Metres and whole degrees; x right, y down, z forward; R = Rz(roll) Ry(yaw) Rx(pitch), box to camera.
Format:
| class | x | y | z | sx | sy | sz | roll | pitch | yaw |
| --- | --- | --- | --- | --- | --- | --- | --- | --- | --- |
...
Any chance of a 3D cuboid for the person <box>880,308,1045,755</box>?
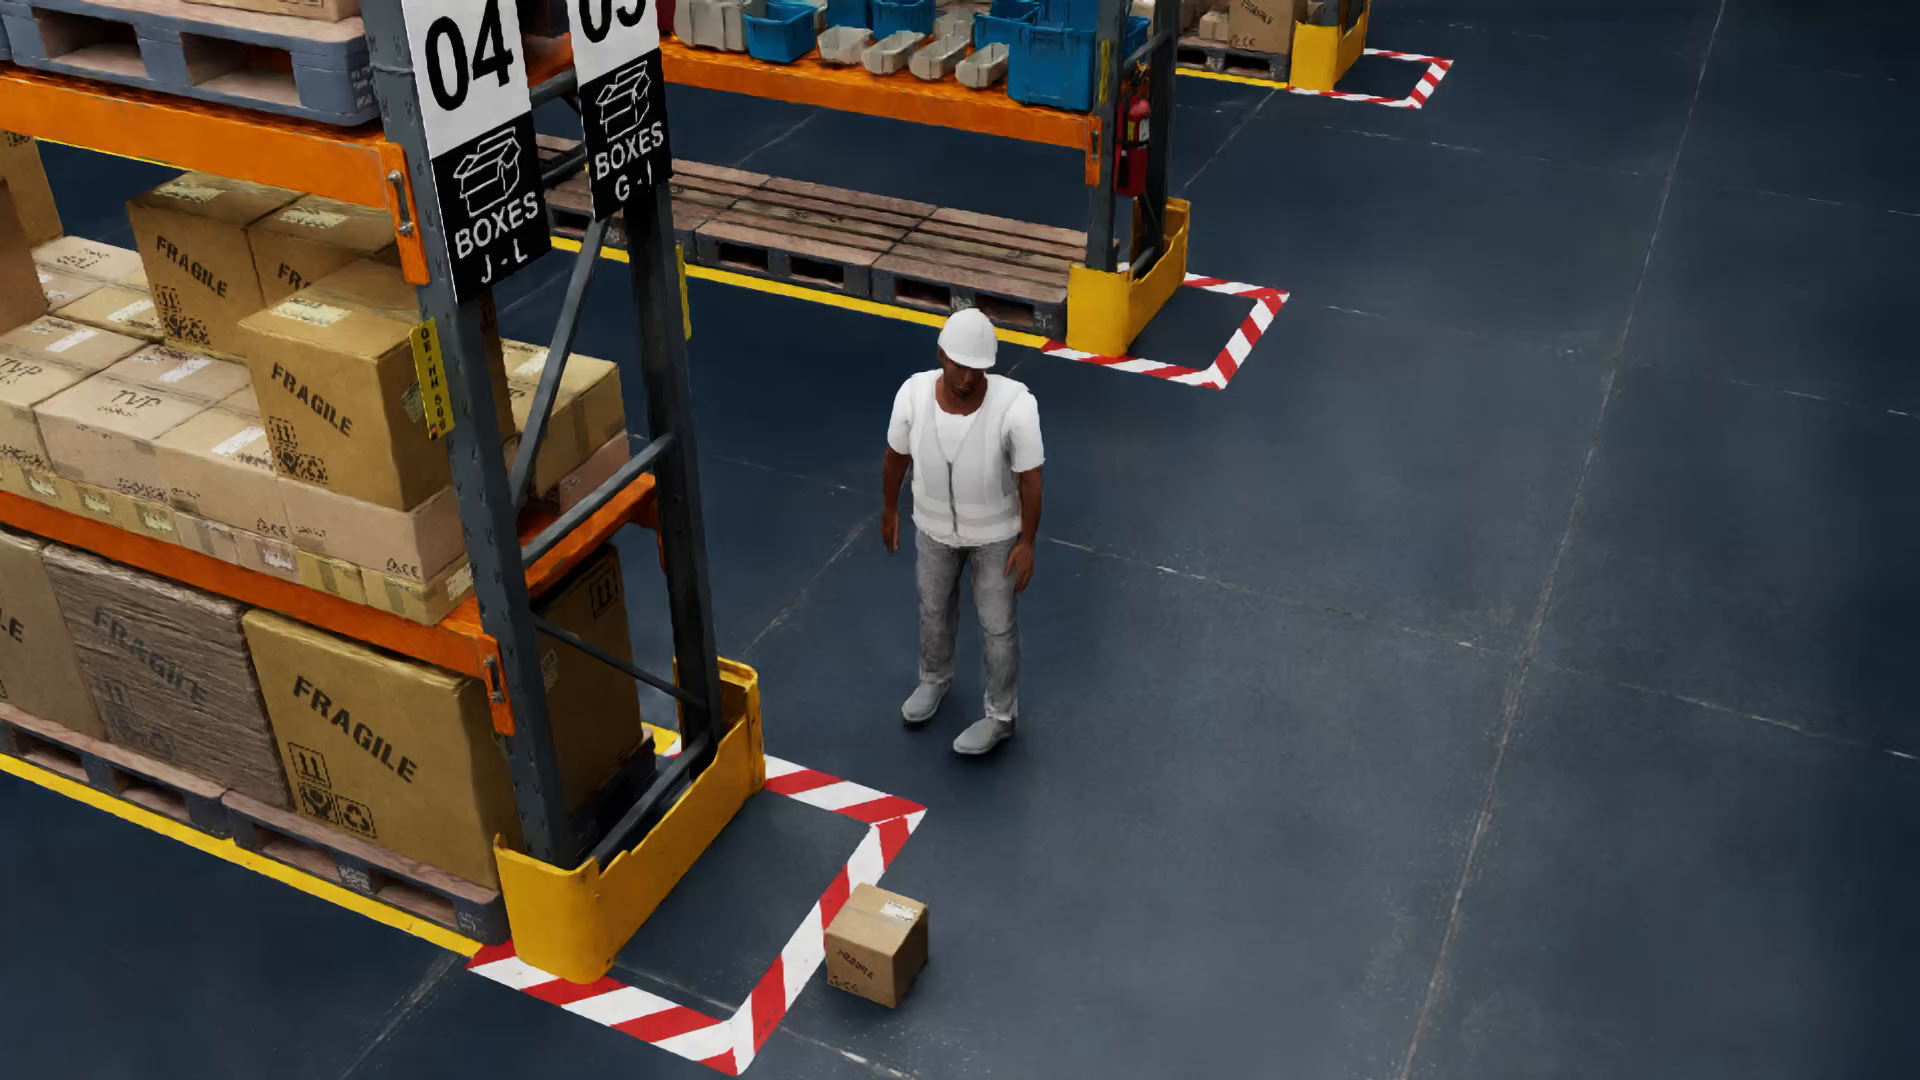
| class | x | y | z | sx | sy | sz | roll | pitch | yaw |
| --- | --- | --- | --- | --- | --- | --- | --- | --- | --- |
| person | -0.024 | -0.019 | 6.135 | 0.646 | 1.760 | 0.489 | 11 | 35 | 17 |
